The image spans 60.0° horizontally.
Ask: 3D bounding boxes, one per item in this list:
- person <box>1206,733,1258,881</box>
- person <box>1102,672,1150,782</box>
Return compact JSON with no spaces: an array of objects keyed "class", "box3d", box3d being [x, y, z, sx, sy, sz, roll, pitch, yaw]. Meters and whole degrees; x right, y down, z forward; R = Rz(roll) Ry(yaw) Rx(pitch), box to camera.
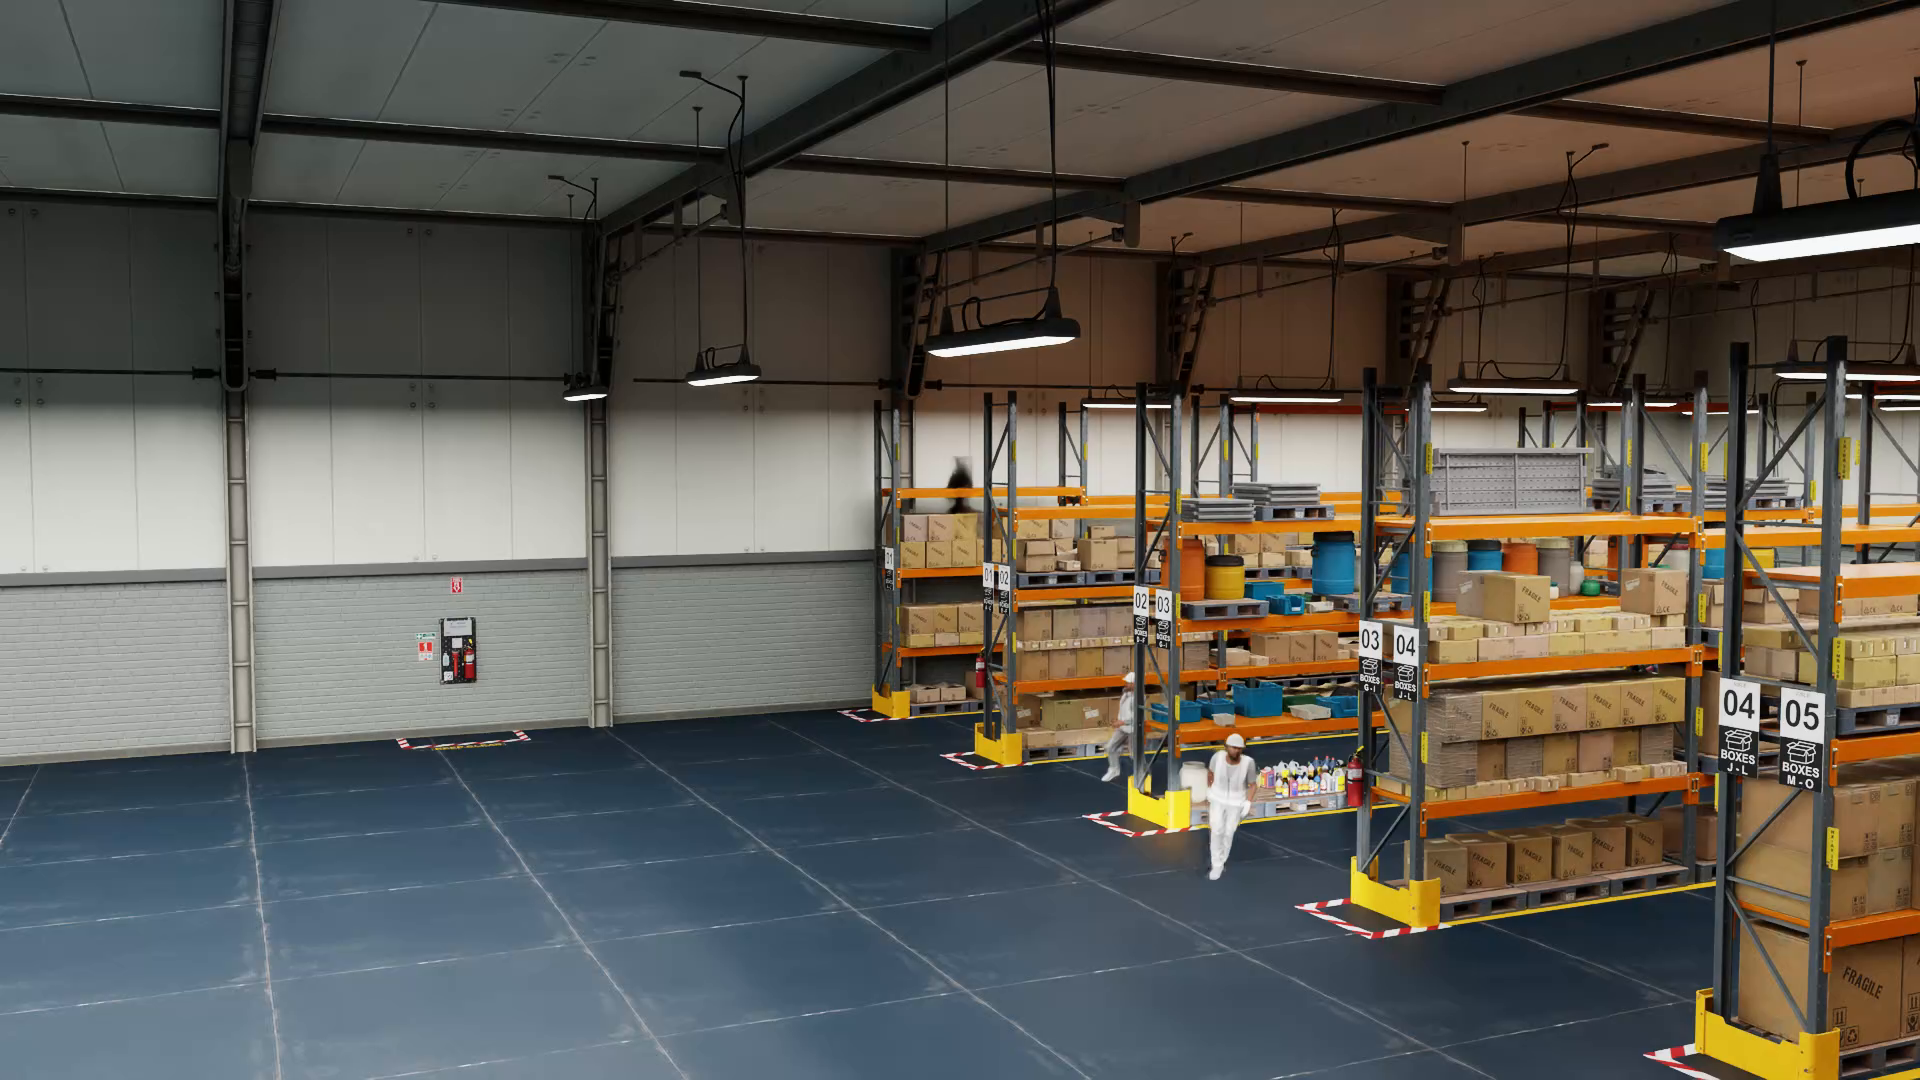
[{"class":"person","box3d":[3.253,3.141,19.894,0.582,1.729,0.760,0,3,3]},{"class":"person","box3d":[2.549,2.825,25.051,0.783,1.730,0.787,-2,4,-28]}]
